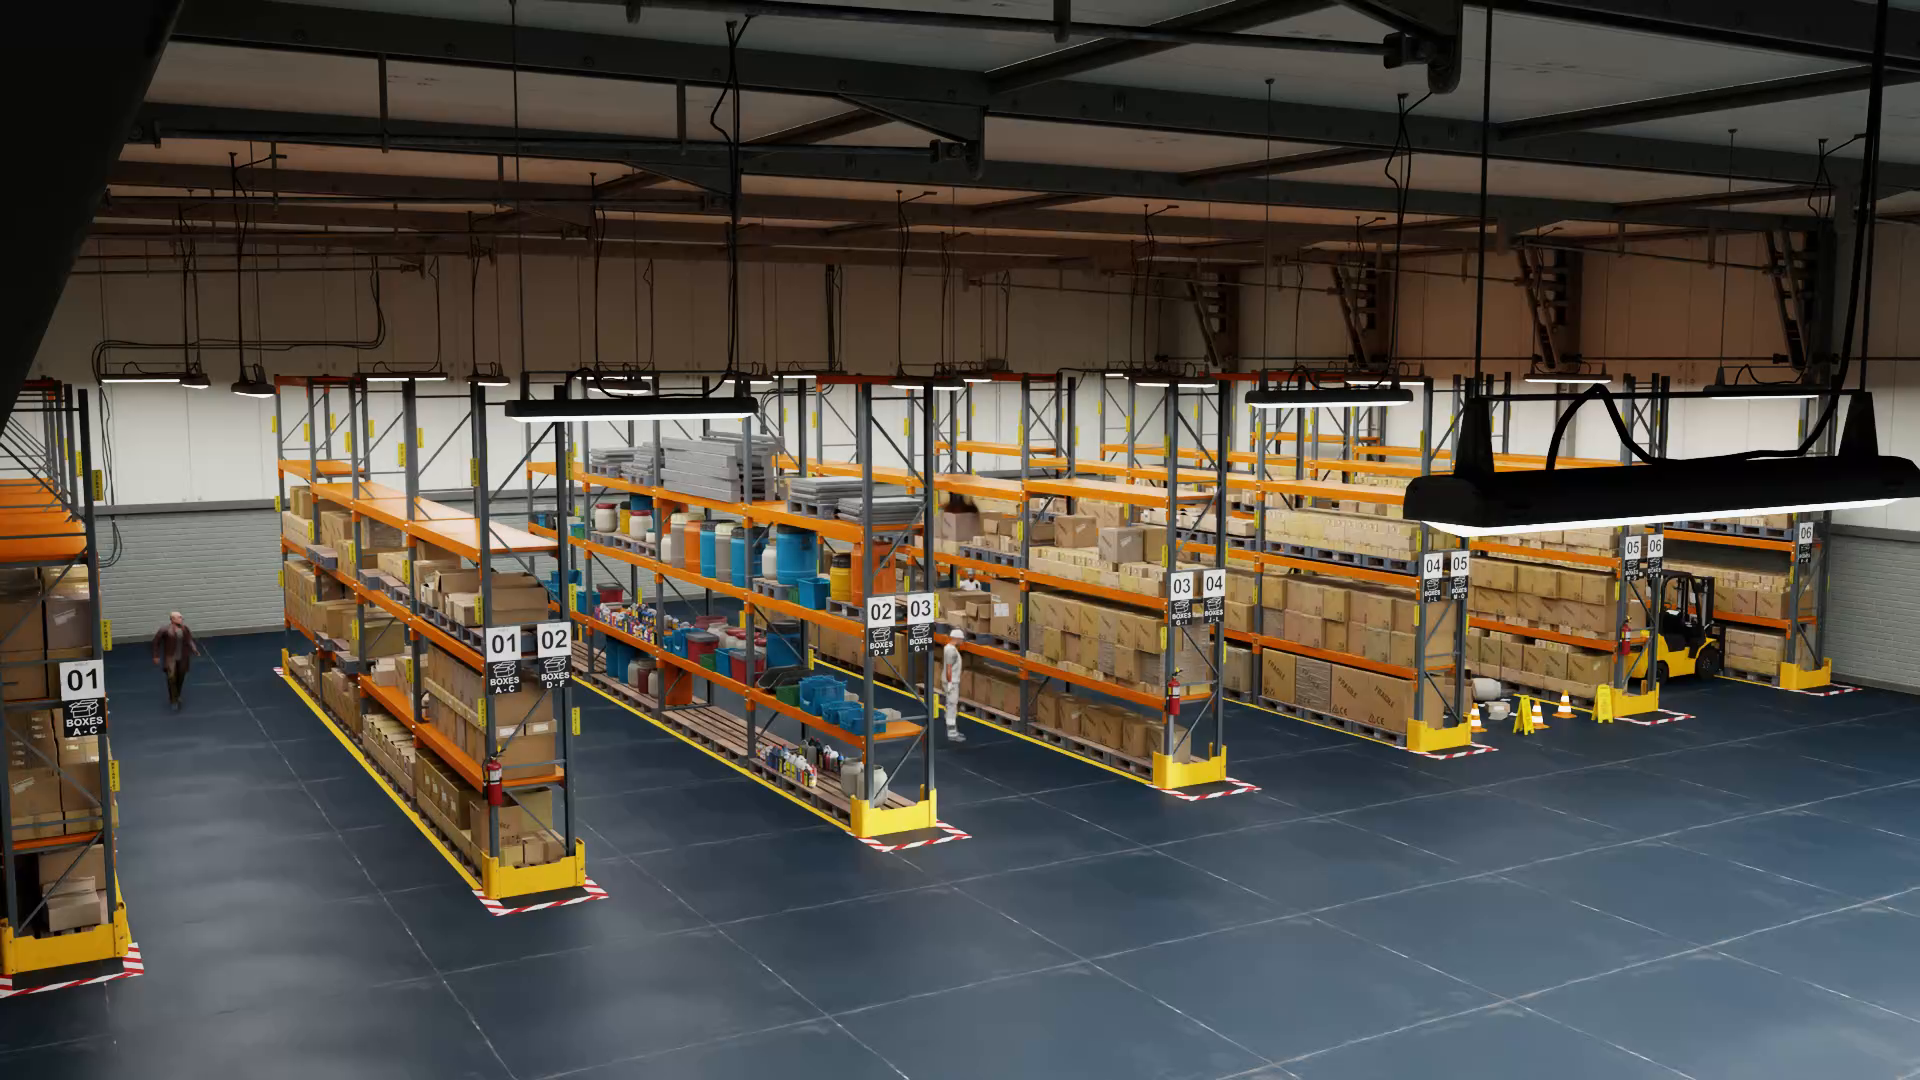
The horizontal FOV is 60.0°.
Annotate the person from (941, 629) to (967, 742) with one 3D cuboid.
[{"bbox_3d":[-0.100,2.334,27.008,0.429,1.786,0.611,-1,6,-5],"label":"person"}]

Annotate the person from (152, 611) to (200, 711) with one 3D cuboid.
[{"bbox_3d":[-14.286,2.198,30.274,0.768,1.813,0.936,-4,7,-32],"label":"person"}]

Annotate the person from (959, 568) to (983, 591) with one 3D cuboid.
[{"bbox_3d":[0.263,1.444,36.846,0.554,1.645,1.028,-3,7,-28],"label":"person"}]
